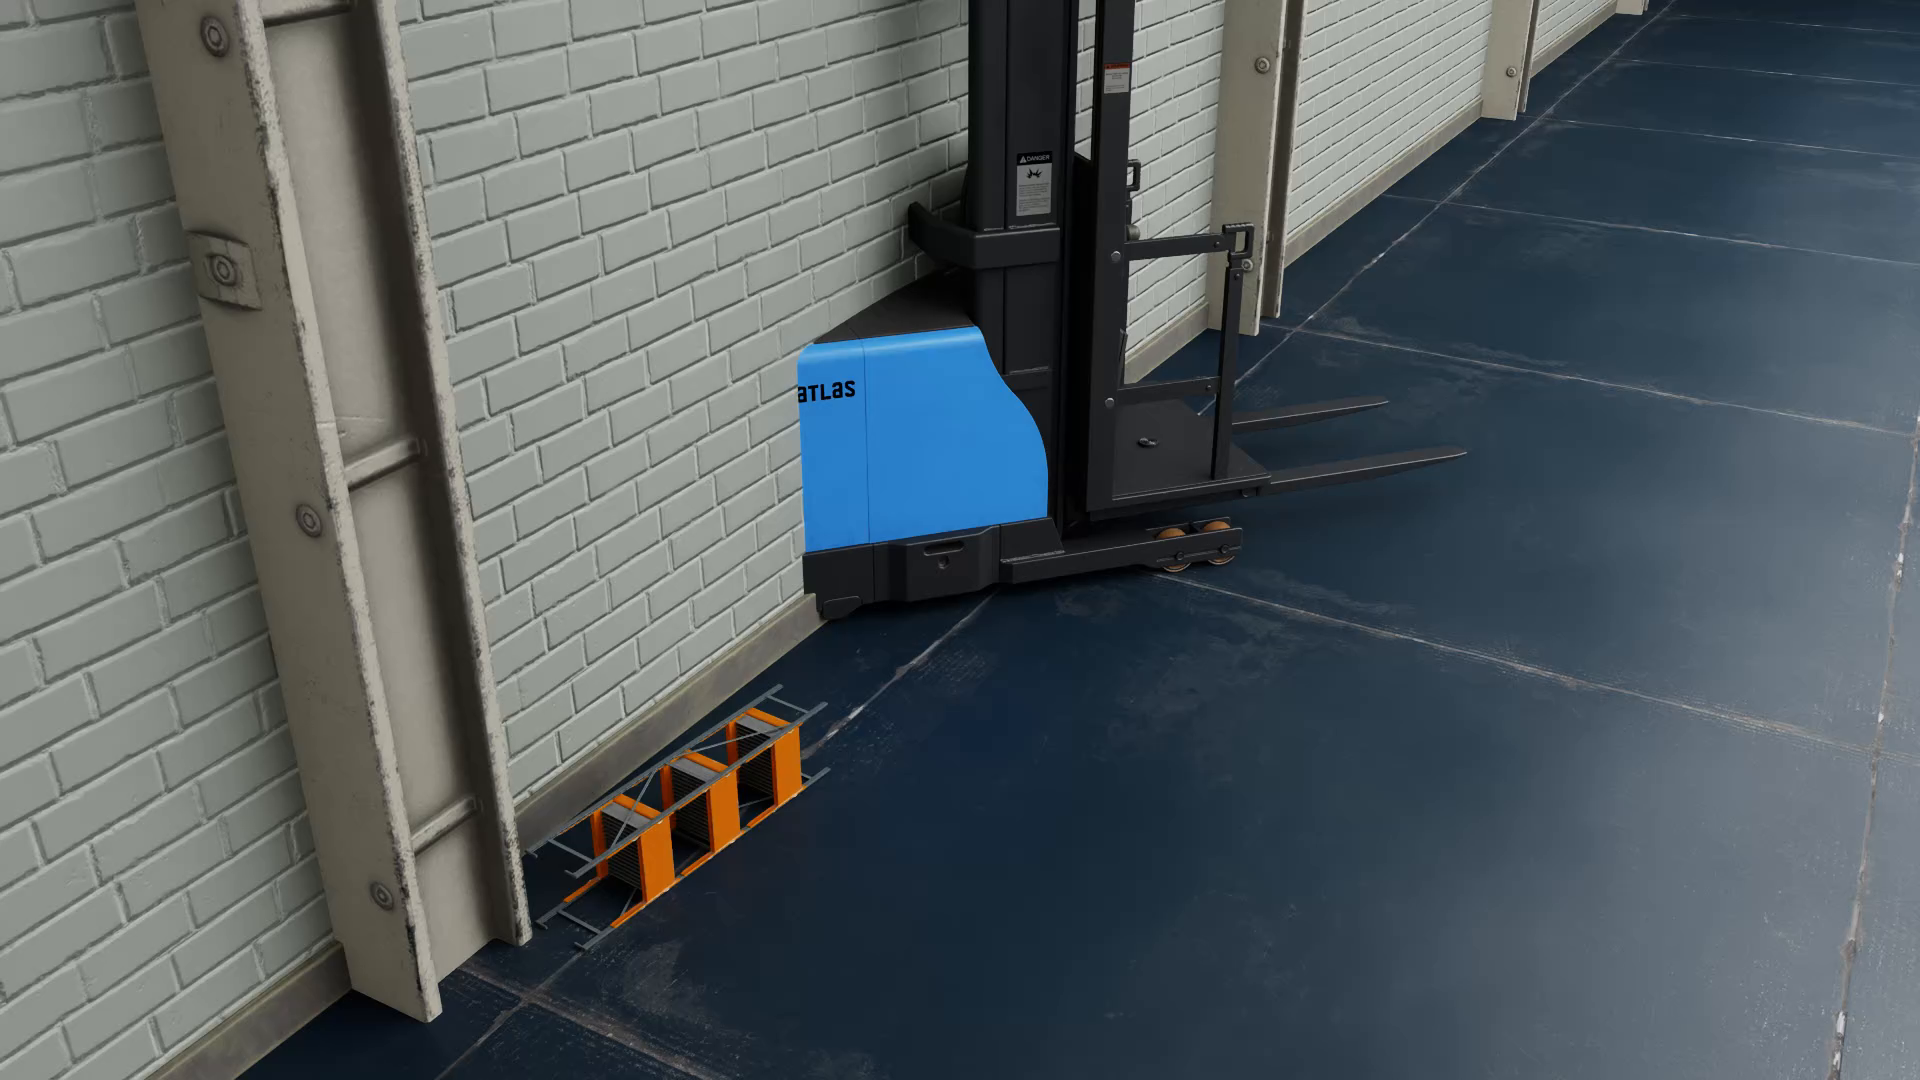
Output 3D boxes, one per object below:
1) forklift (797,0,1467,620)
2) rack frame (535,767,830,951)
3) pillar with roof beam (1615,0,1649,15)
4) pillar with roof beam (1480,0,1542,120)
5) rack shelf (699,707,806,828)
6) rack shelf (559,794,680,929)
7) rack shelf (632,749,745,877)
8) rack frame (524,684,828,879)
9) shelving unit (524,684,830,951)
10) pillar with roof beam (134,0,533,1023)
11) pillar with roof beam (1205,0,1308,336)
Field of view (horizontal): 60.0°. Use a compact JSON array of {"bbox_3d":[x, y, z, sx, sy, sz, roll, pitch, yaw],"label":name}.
[{"bbox_3d":[0.591,-1.400,6.273,3.031,2.935,1.130,-9,28,-17],"label":"forklift"},{"bbox_3d":[-0.796,0.895,4.946,0.200,0.008,1.050,18,31,31],"label":"rack frame"},{"bbox_3d":[11.200,-8.960,14.596,9.100,9.000,0.400,14,30,26],"label":"pillar with roof beam"},{"bbox_3d":[8.248,-6.622,9.925,9.100,9.000,0.400,14,30,26],"label":"pillar with roof beam"},{"bbox_3d":[-0.638,0.686,5.091,0.215,0.240,0.259,18,31,31],"label":"rack shelf"},{"bbox_3d":[-0.962,0.891,4.681,0.215,0.240,0.259,18,31,31],"label":"rack shelf"},{"bbox_3d":[-0.802,0.790,4.884,0.215,0.240,0.259,18,31,31],"label":"rack shelf"},{"bbox_3d":[-0.796,0.677,4.837,0.200,0.008,1.050,18,31,31],"label":"rack frame"},{"bbox_3d":[-0.796,0.786,4.892,0.215,0.252,1.050,18,31,31],"label":"shelving unit"},{"bbox_3d":[2.345,-1.945,0.583,9.100,9.000,0.400,14,30,26],"label":"pillar with roof beam"},{"bbox_3d":[5.296,-4.283,5.254,9.100,9.000,0.400,14,30,26],"label":"pillar with roof beam"}]
